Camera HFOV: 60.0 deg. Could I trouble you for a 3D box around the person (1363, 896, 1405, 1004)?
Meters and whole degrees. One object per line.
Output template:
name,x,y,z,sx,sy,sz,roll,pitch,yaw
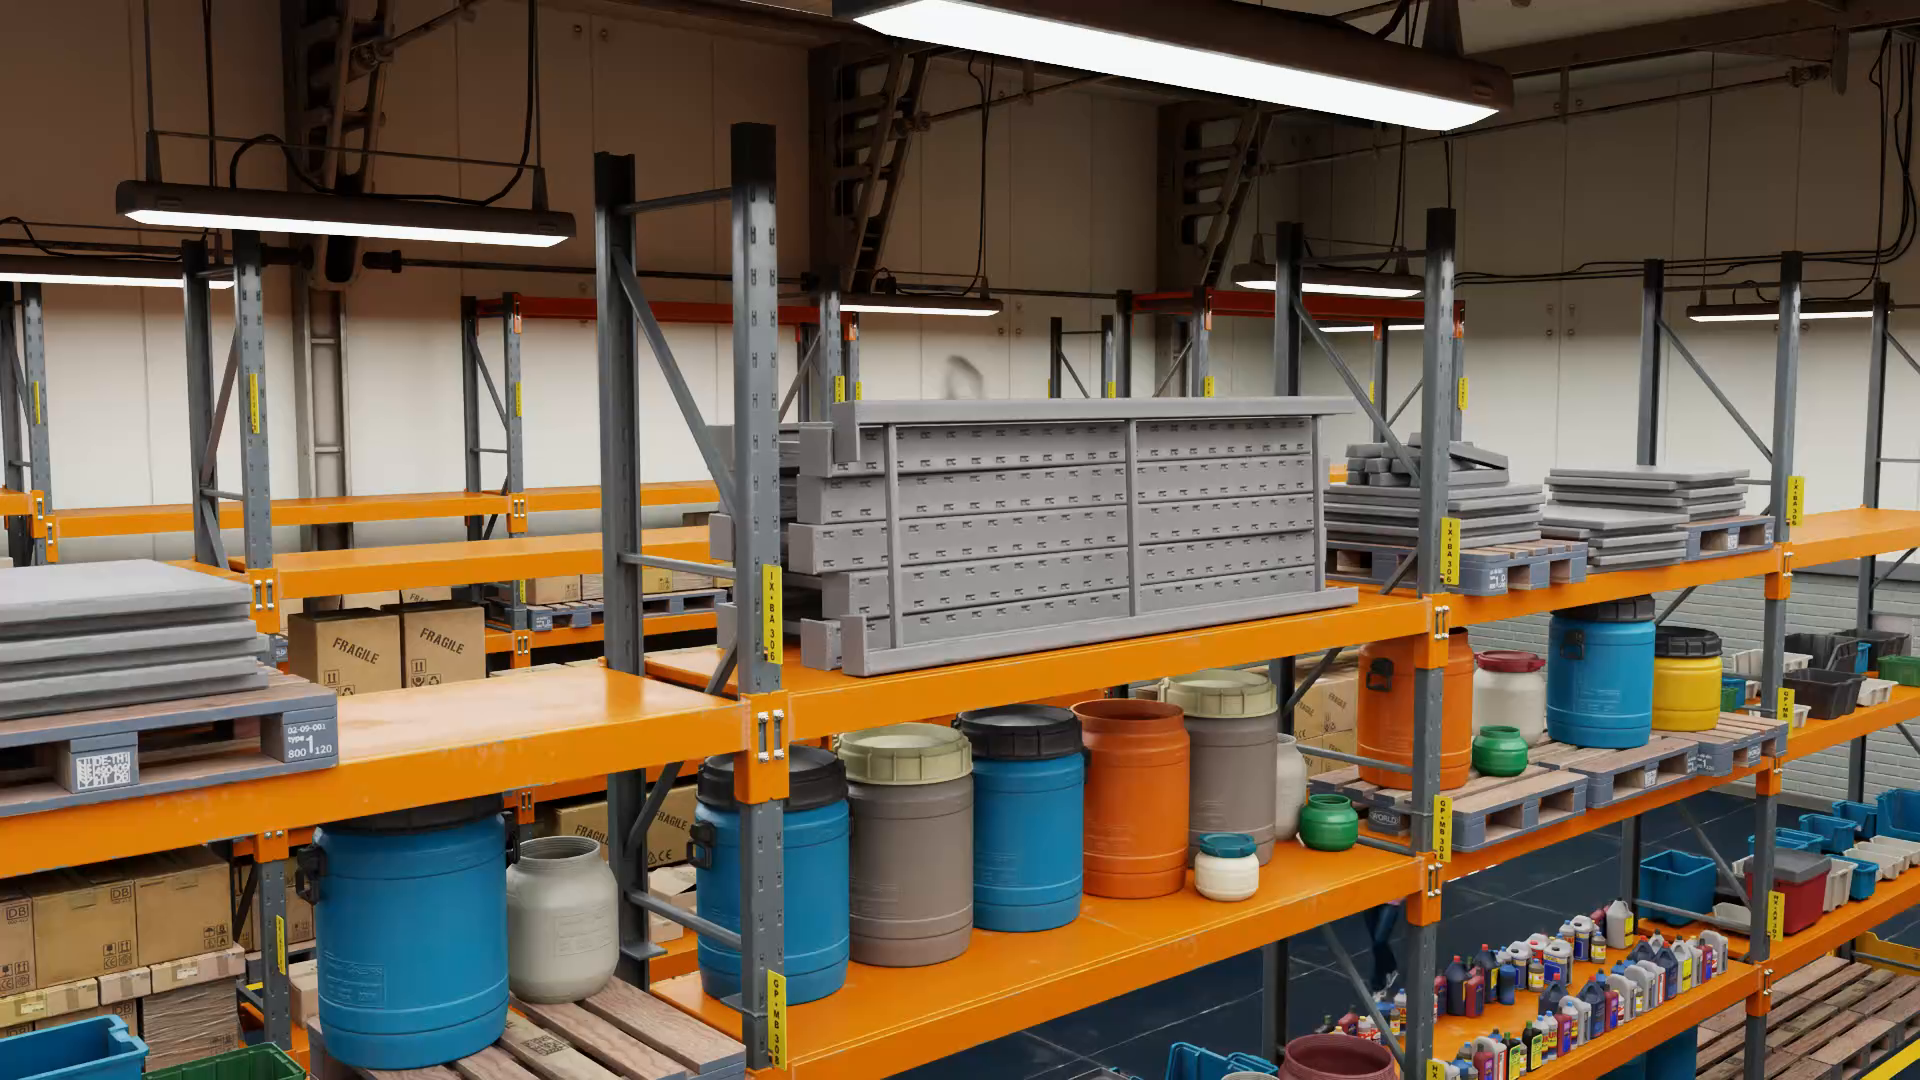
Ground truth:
person,3.510,3.054,13.874,0.522,1.639,0.700,5,7,40
